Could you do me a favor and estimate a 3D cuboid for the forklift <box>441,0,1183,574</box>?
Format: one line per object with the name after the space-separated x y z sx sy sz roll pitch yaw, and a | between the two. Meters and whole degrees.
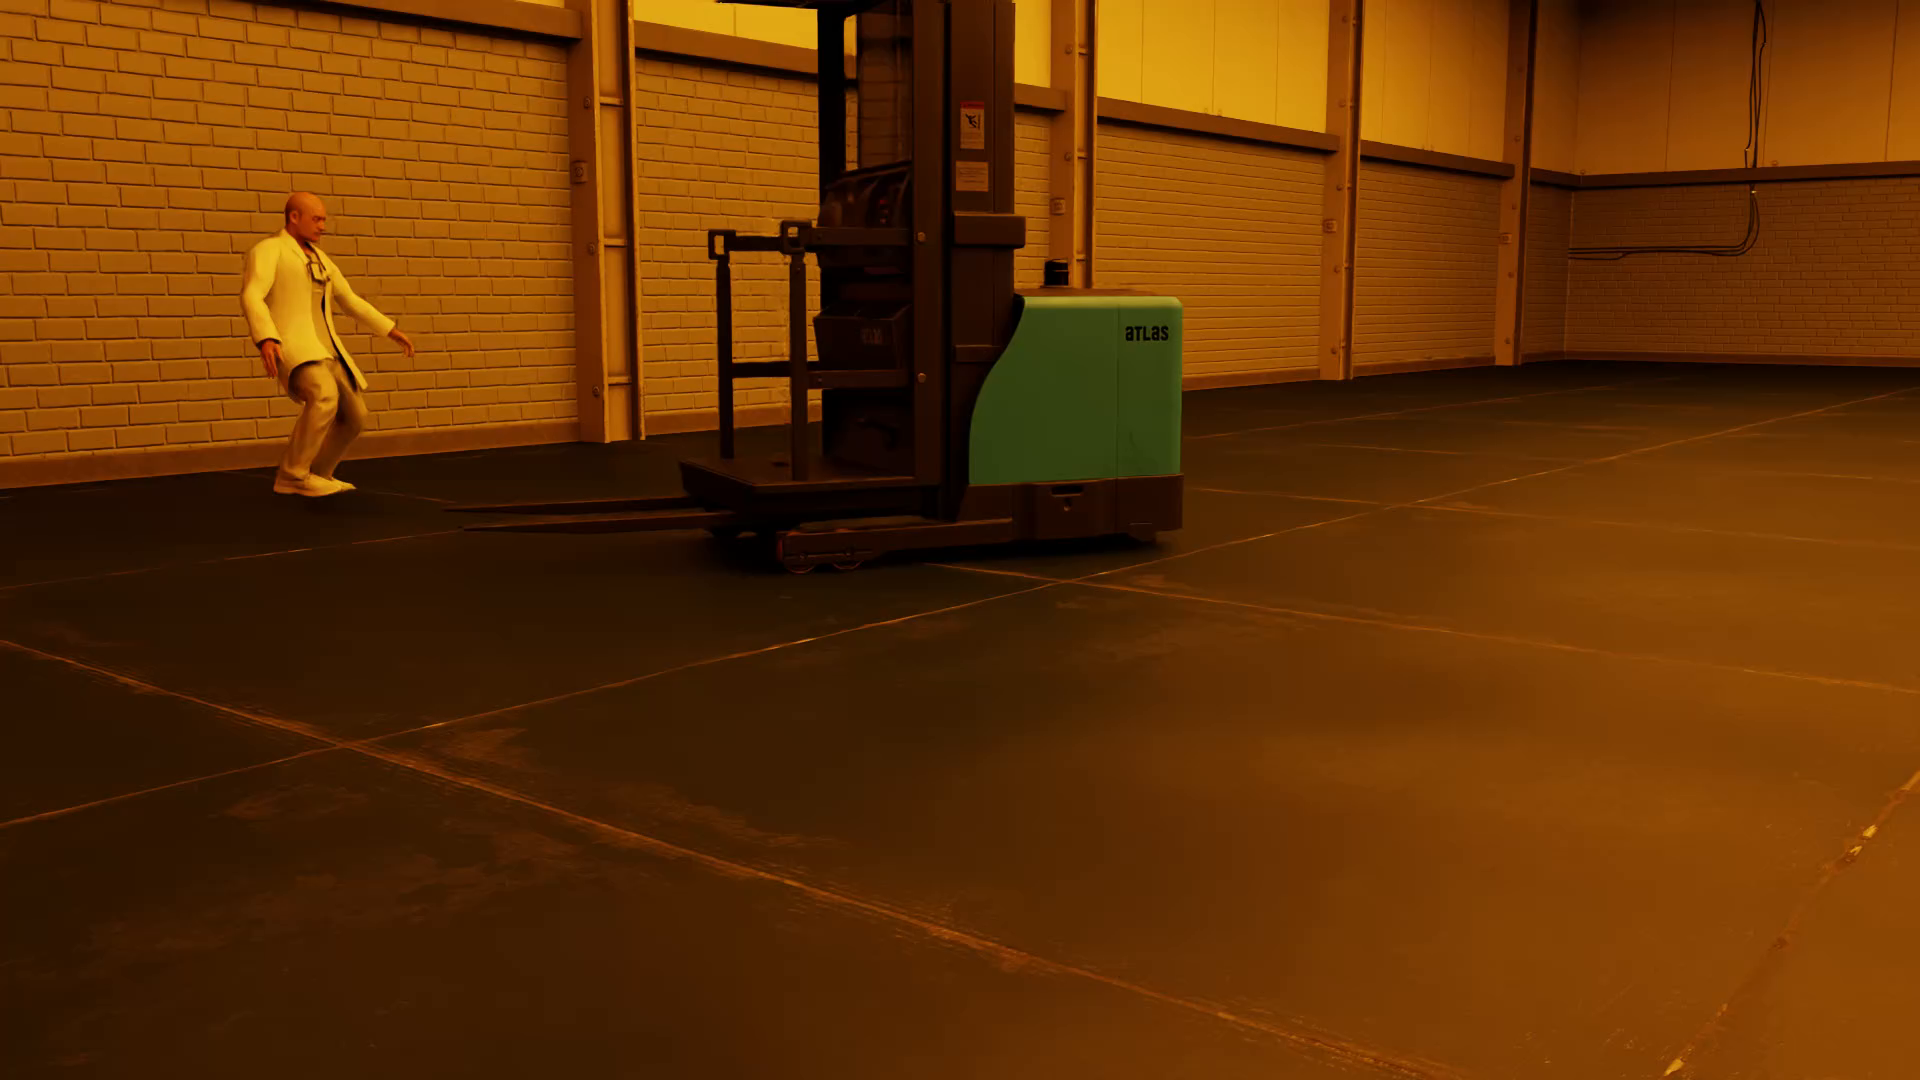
-0.589 -1.405 6.883 3.031 2.935 1.130 -4 9 -24 | forklift

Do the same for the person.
-3.423 -1.013 8.836 0.744 1.644 1.004 2 9 16 | person
